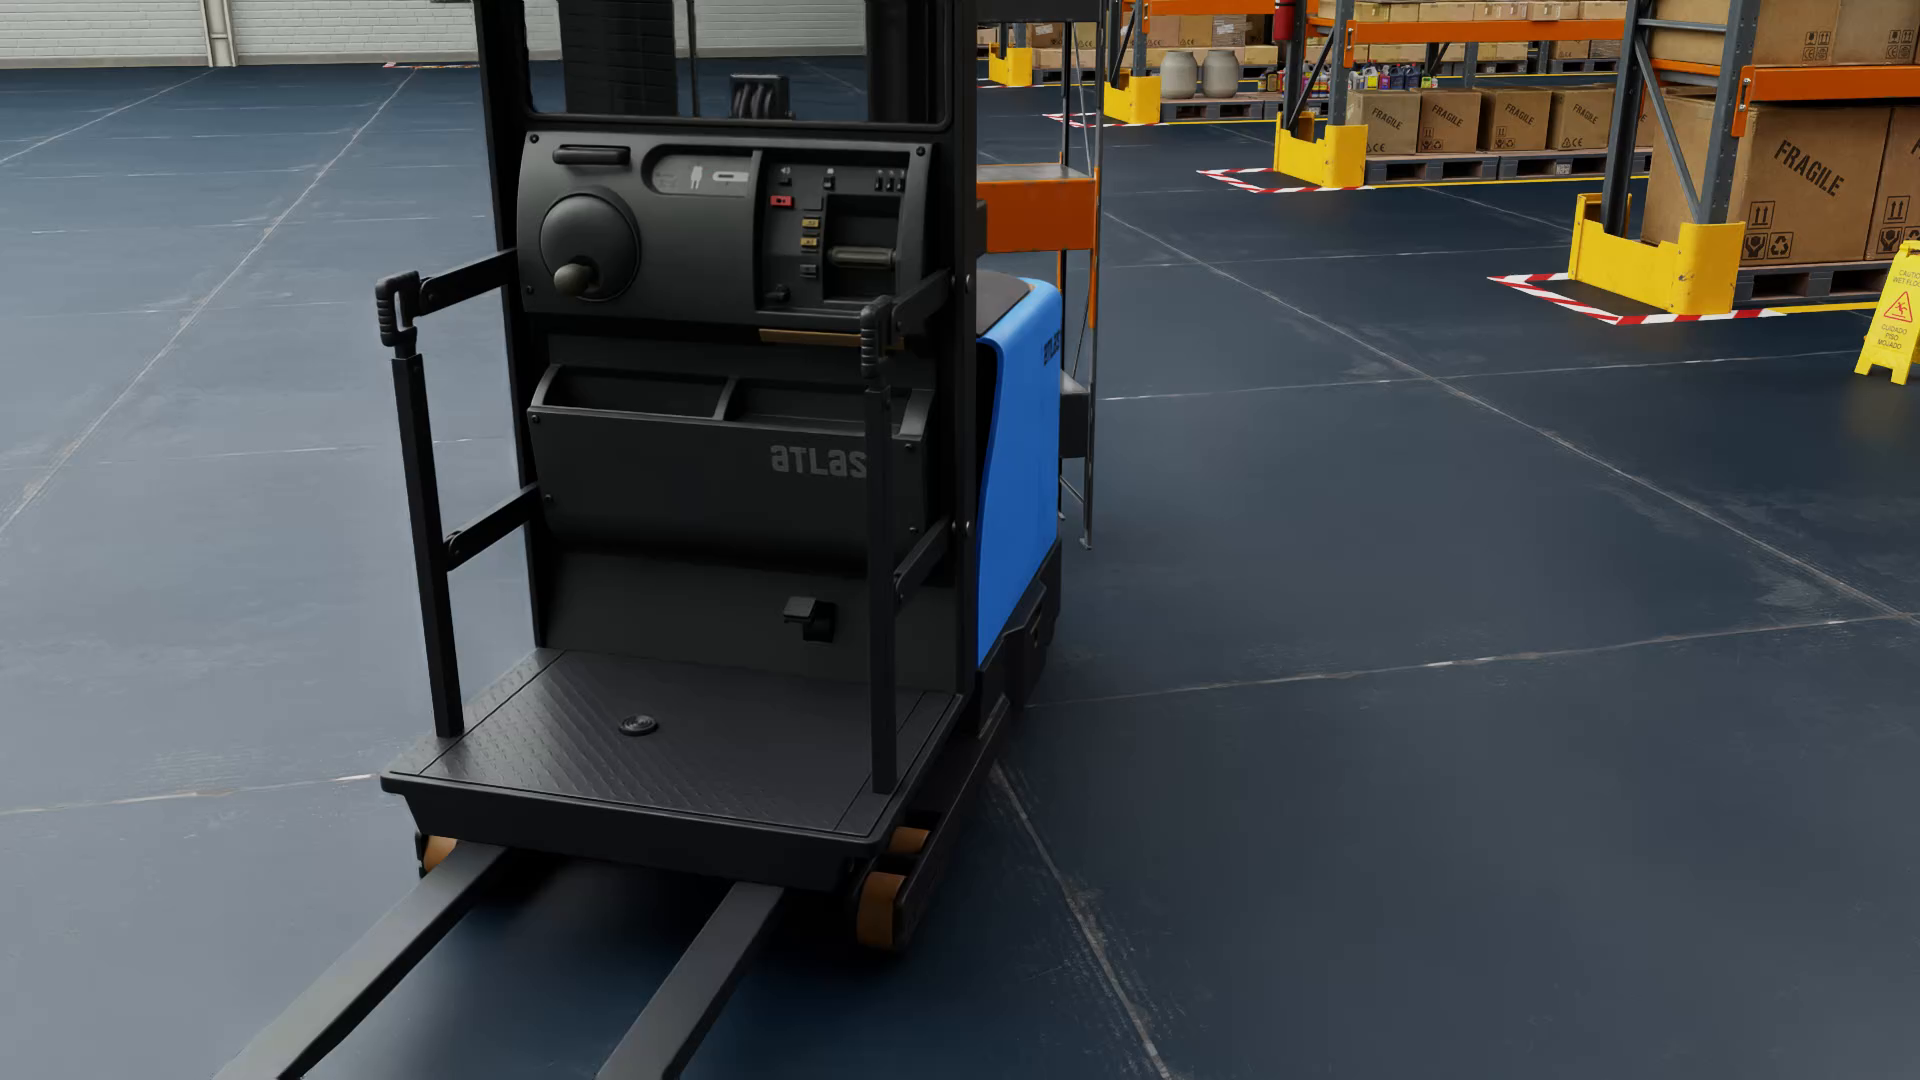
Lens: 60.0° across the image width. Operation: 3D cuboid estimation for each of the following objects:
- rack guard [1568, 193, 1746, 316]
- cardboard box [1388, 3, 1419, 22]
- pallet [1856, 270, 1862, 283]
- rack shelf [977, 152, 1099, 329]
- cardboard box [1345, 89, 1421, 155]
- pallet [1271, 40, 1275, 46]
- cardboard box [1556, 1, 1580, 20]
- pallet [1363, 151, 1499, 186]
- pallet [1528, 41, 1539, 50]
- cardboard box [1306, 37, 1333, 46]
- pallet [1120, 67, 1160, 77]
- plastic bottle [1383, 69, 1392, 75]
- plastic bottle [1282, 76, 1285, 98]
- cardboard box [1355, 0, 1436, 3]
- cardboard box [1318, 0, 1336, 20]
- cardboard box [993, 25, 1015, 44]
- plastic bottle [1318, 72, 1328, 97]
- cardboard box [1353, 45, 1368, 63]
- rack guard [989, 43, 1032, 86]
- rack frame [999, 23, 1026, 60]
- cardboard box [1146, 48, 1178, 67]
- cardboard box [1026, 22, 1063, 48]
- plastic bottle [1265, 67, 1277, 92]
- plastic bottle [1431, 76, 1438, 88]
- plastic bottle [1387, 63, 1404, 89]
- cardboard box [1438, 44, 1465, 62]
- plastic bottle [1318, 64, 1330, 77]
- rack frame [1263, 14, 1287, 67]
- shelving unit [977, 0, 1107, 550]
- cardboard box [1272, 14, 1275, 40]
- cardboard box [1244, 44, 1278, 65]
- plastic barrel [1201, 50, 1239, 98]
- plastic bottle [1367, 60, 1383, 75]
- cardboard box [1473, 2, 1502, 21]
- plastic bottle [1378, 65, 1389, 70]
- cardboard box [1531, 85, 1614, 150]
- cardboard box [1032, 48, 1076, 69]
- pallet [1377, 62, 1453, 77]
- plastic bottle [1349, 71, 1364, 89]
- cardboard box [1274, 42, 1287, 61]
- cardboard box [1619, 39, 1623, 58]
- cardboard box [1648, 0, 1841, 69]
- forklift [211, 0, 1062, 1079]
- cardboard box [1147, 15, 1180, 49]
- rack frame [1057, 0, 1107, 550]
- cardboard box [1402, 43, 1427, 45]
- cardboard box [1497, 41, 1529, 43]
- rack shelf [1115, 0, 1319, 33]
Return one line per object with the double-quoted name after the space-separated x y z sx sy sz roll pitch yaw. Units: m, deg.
4.022 -1.680 9.673 0.348 0.500 1.175 -5 21 -12 "rack guard"
3.583 -4.362 13.726 0.250 0.149 0.380 -5 21 -12 "cardboard box"
5.991 -1.731 10.233 1.213 0.211 1.003 -5 21 -12 "pallet"
0.161 -0.986 5.494 0.480 0.518 0.431 -5 21 -12 "rack shelf"
3.614 -3.591 14.280 0.500 0.500 0.500 -1 20 -2 "cardboard box"
5.423 -8.665 29.162 1.213 0.211 1.003 -5 21 -12 "pallet"
5.030 -4.499 14.100 0.250 0.149 0.380 -5 21 -12 "cardboard box"
3.875 -3.273 14.442 1.213 0.211 1.003 -5 21 -12 "pallet"
10.528 -9.052 30.218 1.213 0.211 1.003 -5 21 -12 "pallet"
5.079 -7.275 23.886 0.500 0.311 0.500 -5 21 -12 "cardboard box"
2.646 -6.700 23.799 1.213 0.211 1.003 -5 21 -12 "pallet"
4.950 -5.311 19.272 0.135 0.276 0.152 -5 21 -12 "plastic bottle"
3.699 -5.146 18.829 0.097 0.271 0.097 0 20 0 "plastic bottle"
3.544 -4.745 13.828 0.500 0.500 0.875 -5 21 -12 "cardboard box"
3.233 -4.497 14.096 0.250 0.149 0.380 -5 21 -12 "cardboard box"
0.832 -8.512 27.959 0.500 0.311 0.500 -3 20 -8 "cardboard box"
4.130 -5.181 18.925 0.097 0.271 0.097 0 20 0 "plastic bottle"
5.567 -7.052 24.091 0.500 0.250 0.500 -4 21 -11 "cardboard box"
0.703 -6.664 23.280 0.348 0.500 1.175 -5 21 -12 "rack guard"
0.727 -7.840 22.856 0.127 3.000 1.000 -5 21 -12 "rack frame"
2.760 -6.832 23.492 0.500 0.250 0.500 -5 21 -12 "cardboard box"
1.180 -7.240 23.515 0.500 0.500 0.500 -5 21 -12 "cardboard box"
3.659 -5.420 19.559 0.133 0.283 0.061 -4 21 -11 "plastic bottle"
5.474 -5.258 19.235 0.097 0.201 0.097 0 20 0 "plastic bottle"
5.009 -5.298 19.129 0.185 0.351 0.144 -6 21 -15 "plastic bottle"
7.065 -7.175 24.428 0.500 0.250 0.500 -4 21 -11 "cardboard box"
4.277 -5.487 19.645 0.185 0.351 0.144 -5 21 -13 "plastic bottle"
4.620 -8.156 23.720 0.127 3.000 1.000 -5 21 -12 "rack frame"
0.161 -0.999 5.489 0.503 2.100 0.431 -5 21 -12 "shelving unit"
5.186 -8.996 29.005 0.500 0.500 0.700 -4 21 -12 "cardboard box"
4.219 -6.953 23.821 0.500 0.250 0.500 -5 21 -12 "cardboard box"
2.974 -5.328 19.005 0.421 0.512 0.421 0 20 0 "plastic barrel"
4.908 -5.488 19.646 0.185 0.351 0.144 -5 21 -12 "plastic bottle"
4.313 -4.421 13.887 0.250 0.149 0.380 -5 21 -12 "cardboard box"
5.036 -5.513 19.823 0.135 0.276 0.152 -4 20 -11 "plastic bottle"
5.355 -3.722 14.638 0.500 0.500 0.500 -7 21 -17 "cardboard box"
1.300 -6.714 23.169 0.500 0.250 0.500 -5 21 -12 "cardboard box"
6.517 -7.016 24.661 1.213 0.211 1.003 -5 21 -12 "pallet"
4.535 -5.226 19.040 0.135 0.276 0.152 -4 21 -11 "plastic bottle"
4.956 -7.192 24.475 0.500 0.250 0.500 -5 21 -13 "cardboard box"
10.018 -7.528 24.998 0.500 0.500 0.500 -5 21 -13 "cardboard box"
4.396 -2.970 9.344 0.550 0.550 0.875 -5 21 -12 "cardboard box"
-0.565 -0.664 3.365 1.130 2.935 3.031 5 21 14 "forklift"
2.760 -7.184 23.362 0.500 0.500 0.500 -5 21 -12 "cardboard box"
0.399 -1.018 5.542 0.015 2.100 0.400 -5 21 -12 "rack frame"
6.575 -7.397 24.219 0.500 0.311 0.500 -4 21 -11 "cardboard box"
8.059 -7.519 24.550 0.500 0.311 0.500 -4 21 -11 "cardboard box"
3.809 -6.002 18.884 4.000 0.370 1.077 -5 21 -12 "rack shelf"
